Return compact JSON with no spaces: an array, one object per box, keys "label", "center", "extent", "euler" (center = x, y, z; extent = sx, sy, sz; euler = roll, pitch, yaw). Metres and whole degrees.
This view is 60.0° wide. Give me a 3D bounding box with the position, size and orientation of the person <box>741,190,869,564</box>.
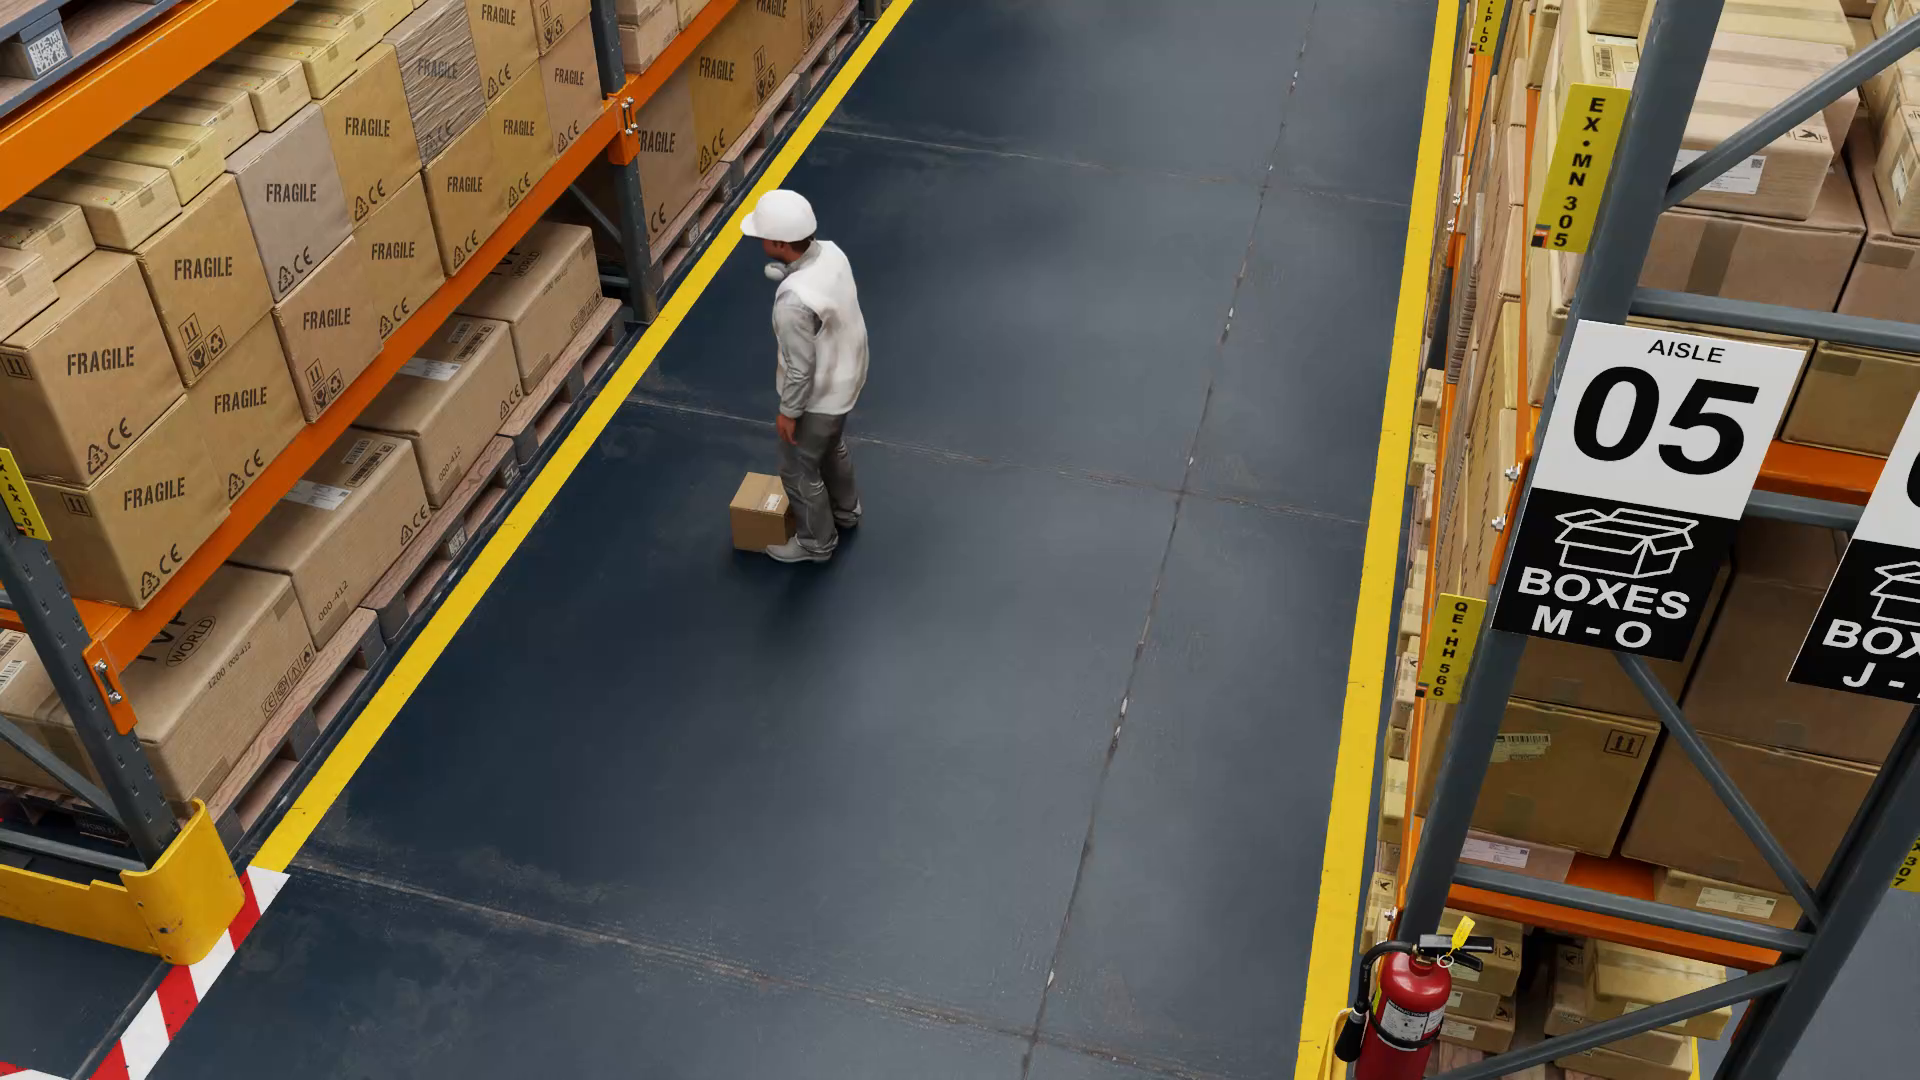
[{"label":"person","center":[-0.613,-0.653,6.896],"extent":[0.465,1.771,0.581],"euler":[10,42,11]}]
